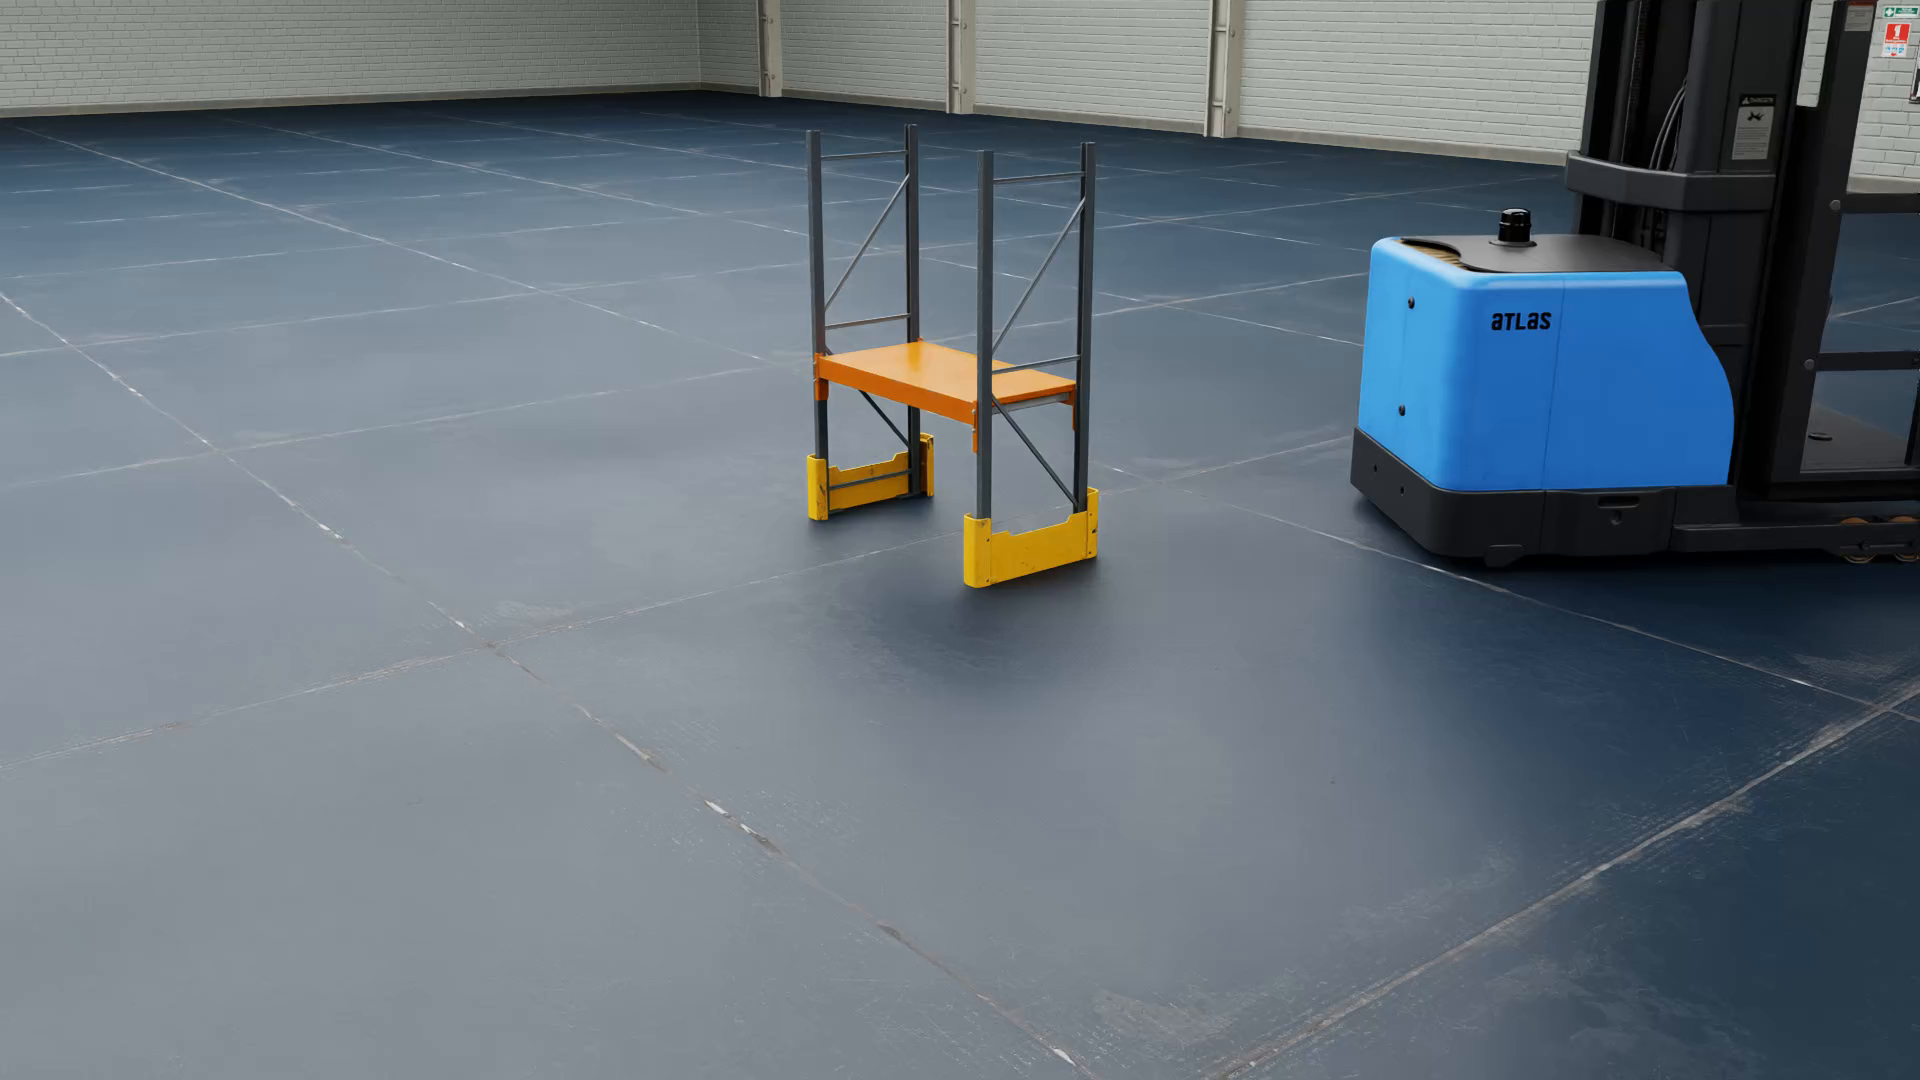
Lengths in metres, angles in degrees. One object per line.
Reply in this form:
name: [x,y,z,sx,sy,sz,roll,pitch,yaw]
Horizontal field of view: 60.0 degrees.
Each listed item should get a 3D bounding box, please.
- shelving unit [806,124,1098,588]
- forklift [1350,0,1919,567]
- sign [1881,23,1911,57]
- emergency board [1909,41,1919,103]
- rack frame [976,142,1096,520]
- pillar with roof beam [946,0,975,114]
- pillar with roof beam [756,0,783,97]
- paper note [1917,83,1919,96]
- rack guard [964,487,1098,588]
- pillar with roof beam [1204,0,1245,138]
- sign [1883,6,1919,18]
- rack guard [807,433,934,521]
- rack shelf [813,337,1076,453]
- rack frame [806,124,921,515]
shelving unit: [-0.047,-0.731,6.183,0.587,1.500,1.083,-14,23,-36]
forklift: [3.154,-1.468,6.133,3.031,2.935,1.130,-2,18,-5]
sign: [9.418,-5.031,16.729,0.001,0.329,0.234,-14,23,-36]
emergency board: [9.690,-4.864,16.279,0.157,1.169,0.626,-14,23,-36]
rack frame: [0.263,-0.608,5.812,0.500,1.500,0.032,-14,23,-36]
pillar with roof beam: [-3.366,-10.685,24.315,9.100,9.000,0.400,-14,23,-36]
pillar with roof beam: [-7.091,-12.163,28.780,9.100,9.000,0.400,-14,23,-36]
paper note: [9.625,-4.497,16.573,0.016,0.148,0.142,-14,23,-36]
rack guard: [0.262,-0.015,6.009,0.587,0.250,0.087,-14,23,-36]
pillar with roof beam: [0.360,-9.206,19.850,9.100,9.000,0.400,-14,23,-36]
sign: [9.414,-5.280,16.637,0.001,0.109,0.331,-14,23,-36]
rack guard: [-0.357,-0.260,6.751,0.587,0.250,0.087,-14,23,-36]
rack shelf: [-0.053,-0.562,6.247,0.538,0.185,1.000,-14,23,-36]
rack frame: [-0.369,-0.858,6.569,0.500,1.500,0.032,-14,23,-36]
